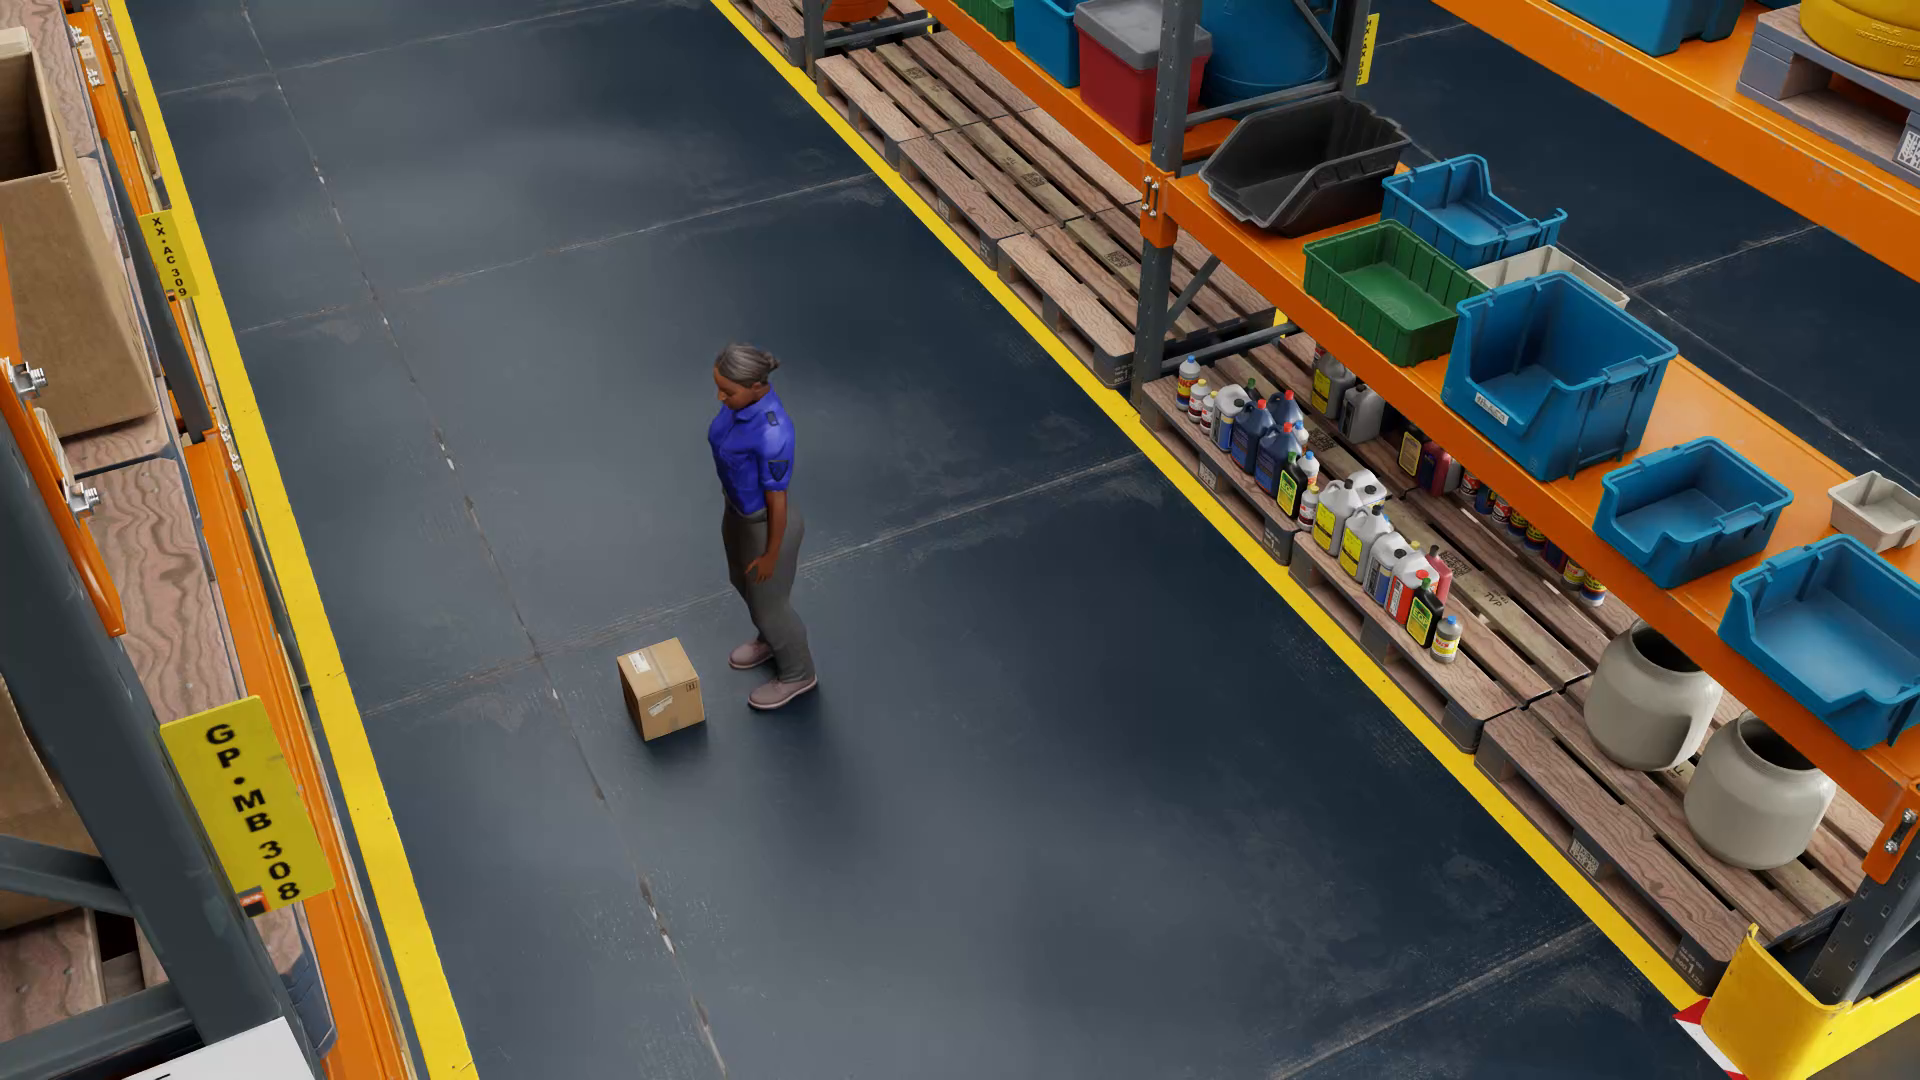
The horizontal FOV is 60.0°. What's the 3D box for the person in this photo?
[{"bbox_3d":[-0.751,-0.054,6.234,0.306,1.655,0.439,-18,45,-19],"label":"person"}]
